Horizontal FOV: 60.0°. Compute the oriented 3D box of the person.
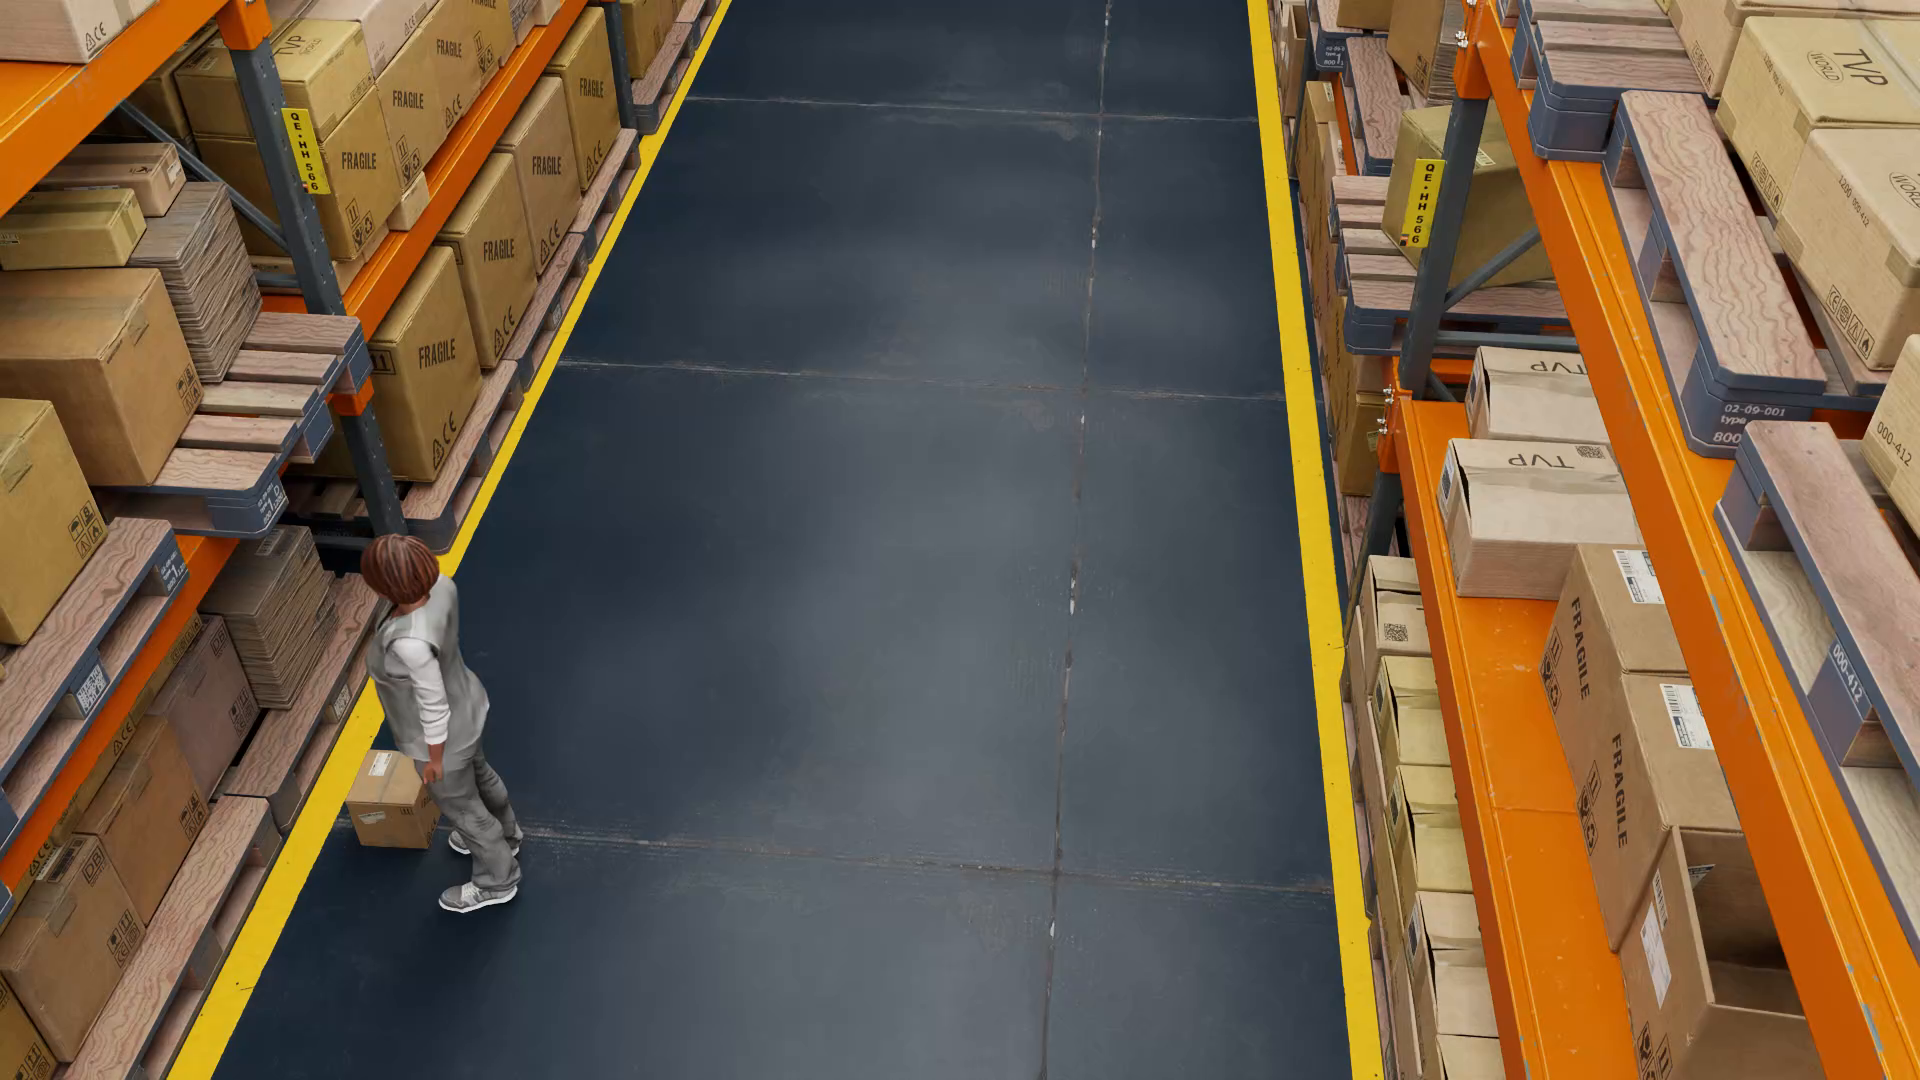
[{"bbox_3d":[-1.702,0.606,5.453,0.313,1.604,0.408,-2,41,-2],"label":"person"}]
